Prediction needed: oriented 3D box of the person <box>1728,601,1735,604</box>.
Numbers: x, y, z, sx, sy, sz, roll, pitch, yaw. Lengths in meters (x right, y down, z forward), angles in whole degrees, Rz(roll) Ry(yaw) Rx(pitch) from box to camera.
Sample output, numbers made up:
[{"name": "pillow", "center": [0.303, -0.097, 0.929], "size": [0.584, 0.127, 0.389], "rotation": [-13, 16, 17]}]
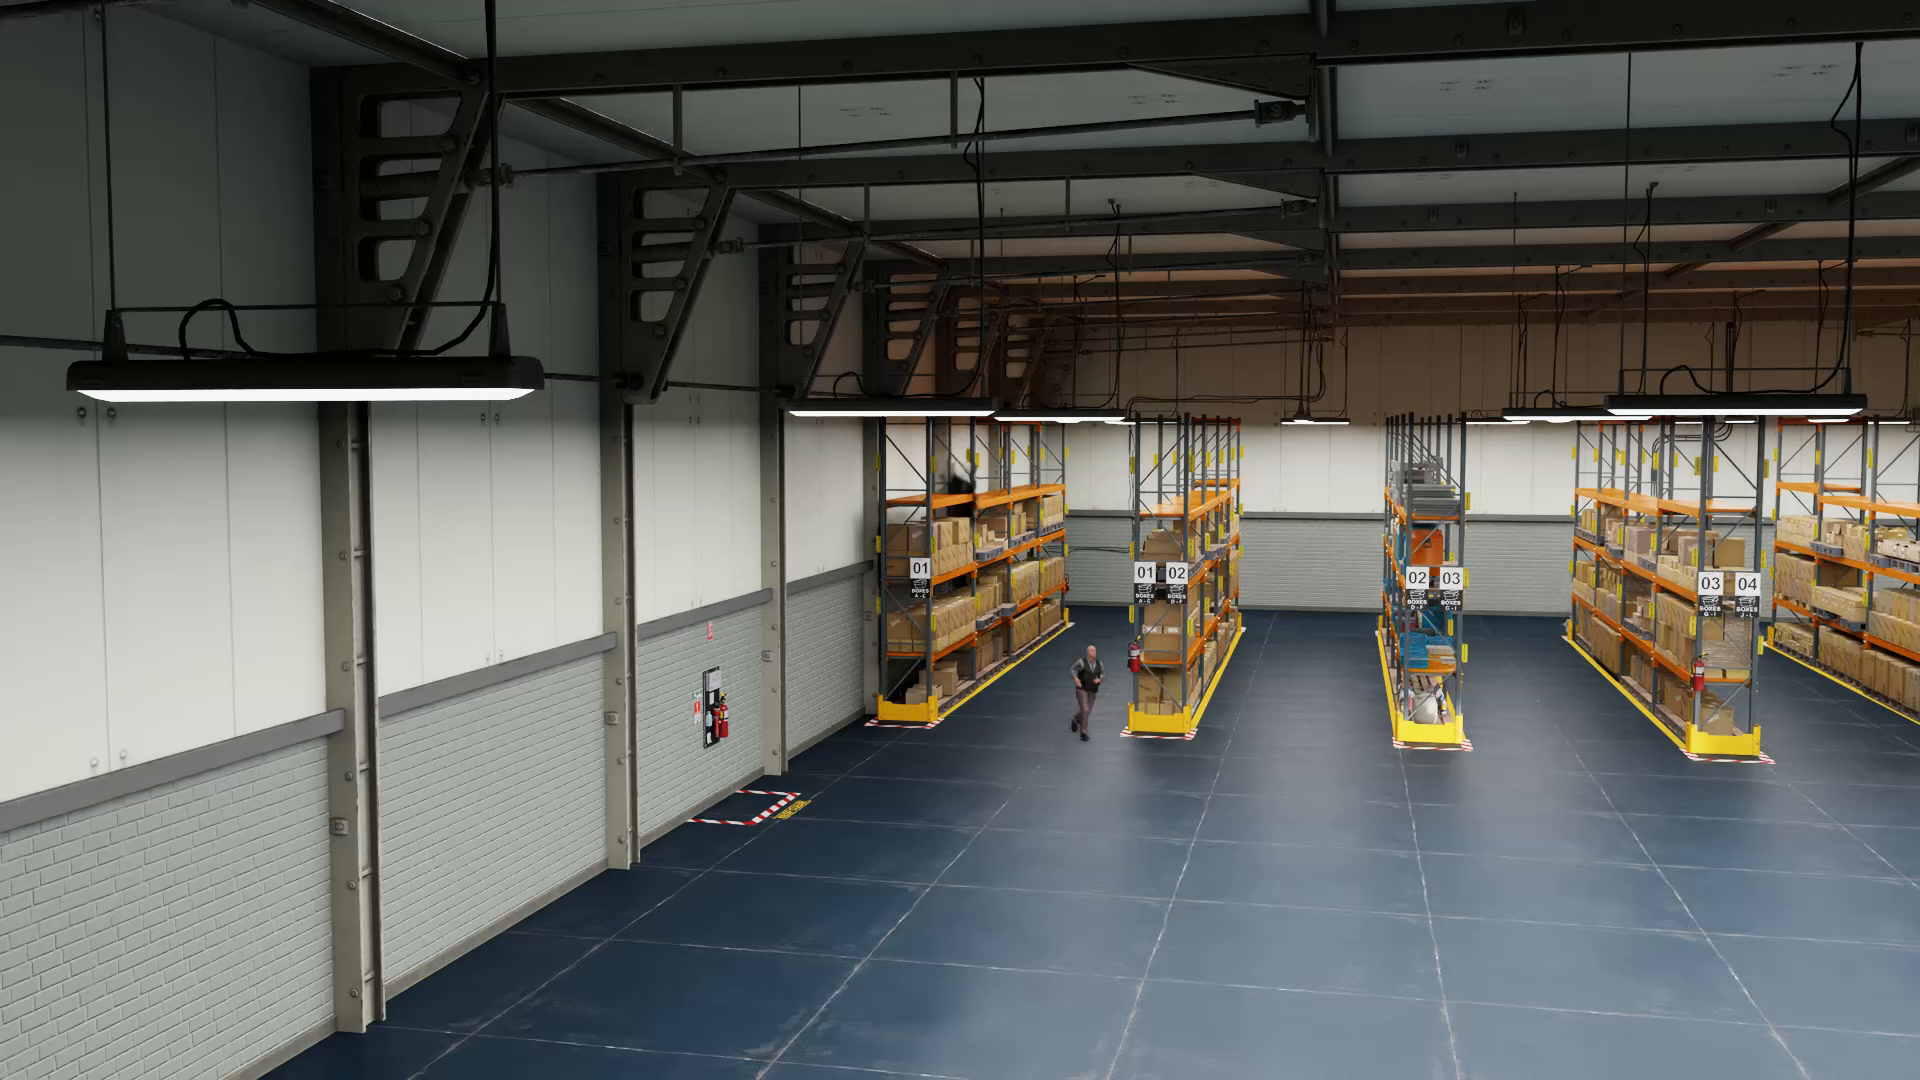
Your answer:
[{"name": "person", "center": [19.685, 1.999, 42.391], "size": [0.719, 1.822, 0.729], "rotation": [1, 4, 17]}]

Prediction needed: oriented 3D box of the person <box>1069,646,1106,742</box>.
[{"name": "person", "center": [2.369, 2.808, 30.758], "size": [0.690, 1.716, 0.866], "rotation": [-1, 4, -19]}]

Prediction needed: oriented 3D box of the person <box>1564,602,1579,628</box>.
[{"name": "person", "center": [17.146, 1.769, 45.840], "size": [0.966, 1.650, 0.568], "rotation": [2, 4, 27]}]
